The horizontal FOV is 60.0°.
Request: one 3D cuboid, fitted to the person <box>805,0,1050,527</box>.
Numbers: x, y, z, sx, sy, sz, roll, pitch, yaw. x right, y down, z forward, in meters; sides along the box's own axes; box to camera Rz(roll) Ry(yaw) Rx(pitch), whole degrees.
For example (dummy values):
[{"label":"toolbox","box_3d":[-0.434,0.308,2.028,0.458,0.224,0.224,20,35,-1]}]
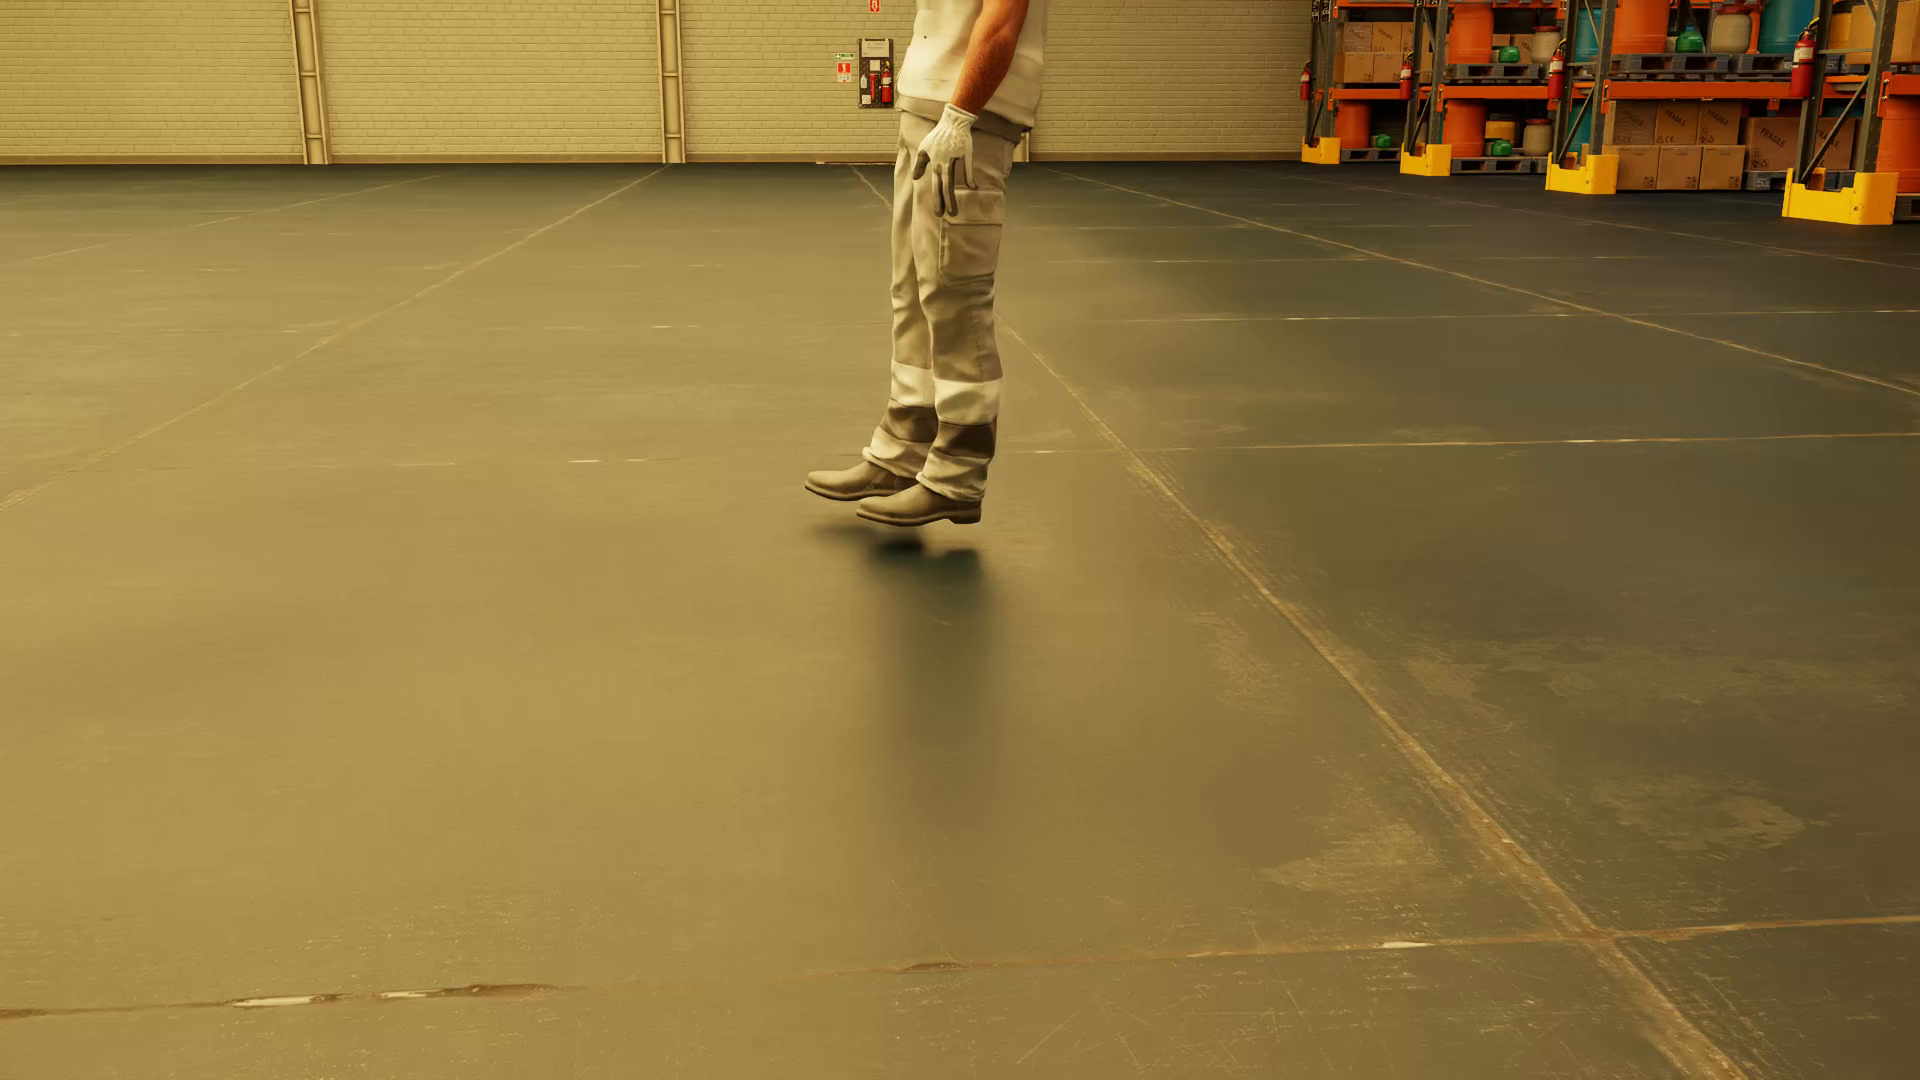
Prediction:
[{"label":"person","box_3d":[-0.080,-0.912,3.700,0.564,1.786,0.638,-1,15,-5]}]
